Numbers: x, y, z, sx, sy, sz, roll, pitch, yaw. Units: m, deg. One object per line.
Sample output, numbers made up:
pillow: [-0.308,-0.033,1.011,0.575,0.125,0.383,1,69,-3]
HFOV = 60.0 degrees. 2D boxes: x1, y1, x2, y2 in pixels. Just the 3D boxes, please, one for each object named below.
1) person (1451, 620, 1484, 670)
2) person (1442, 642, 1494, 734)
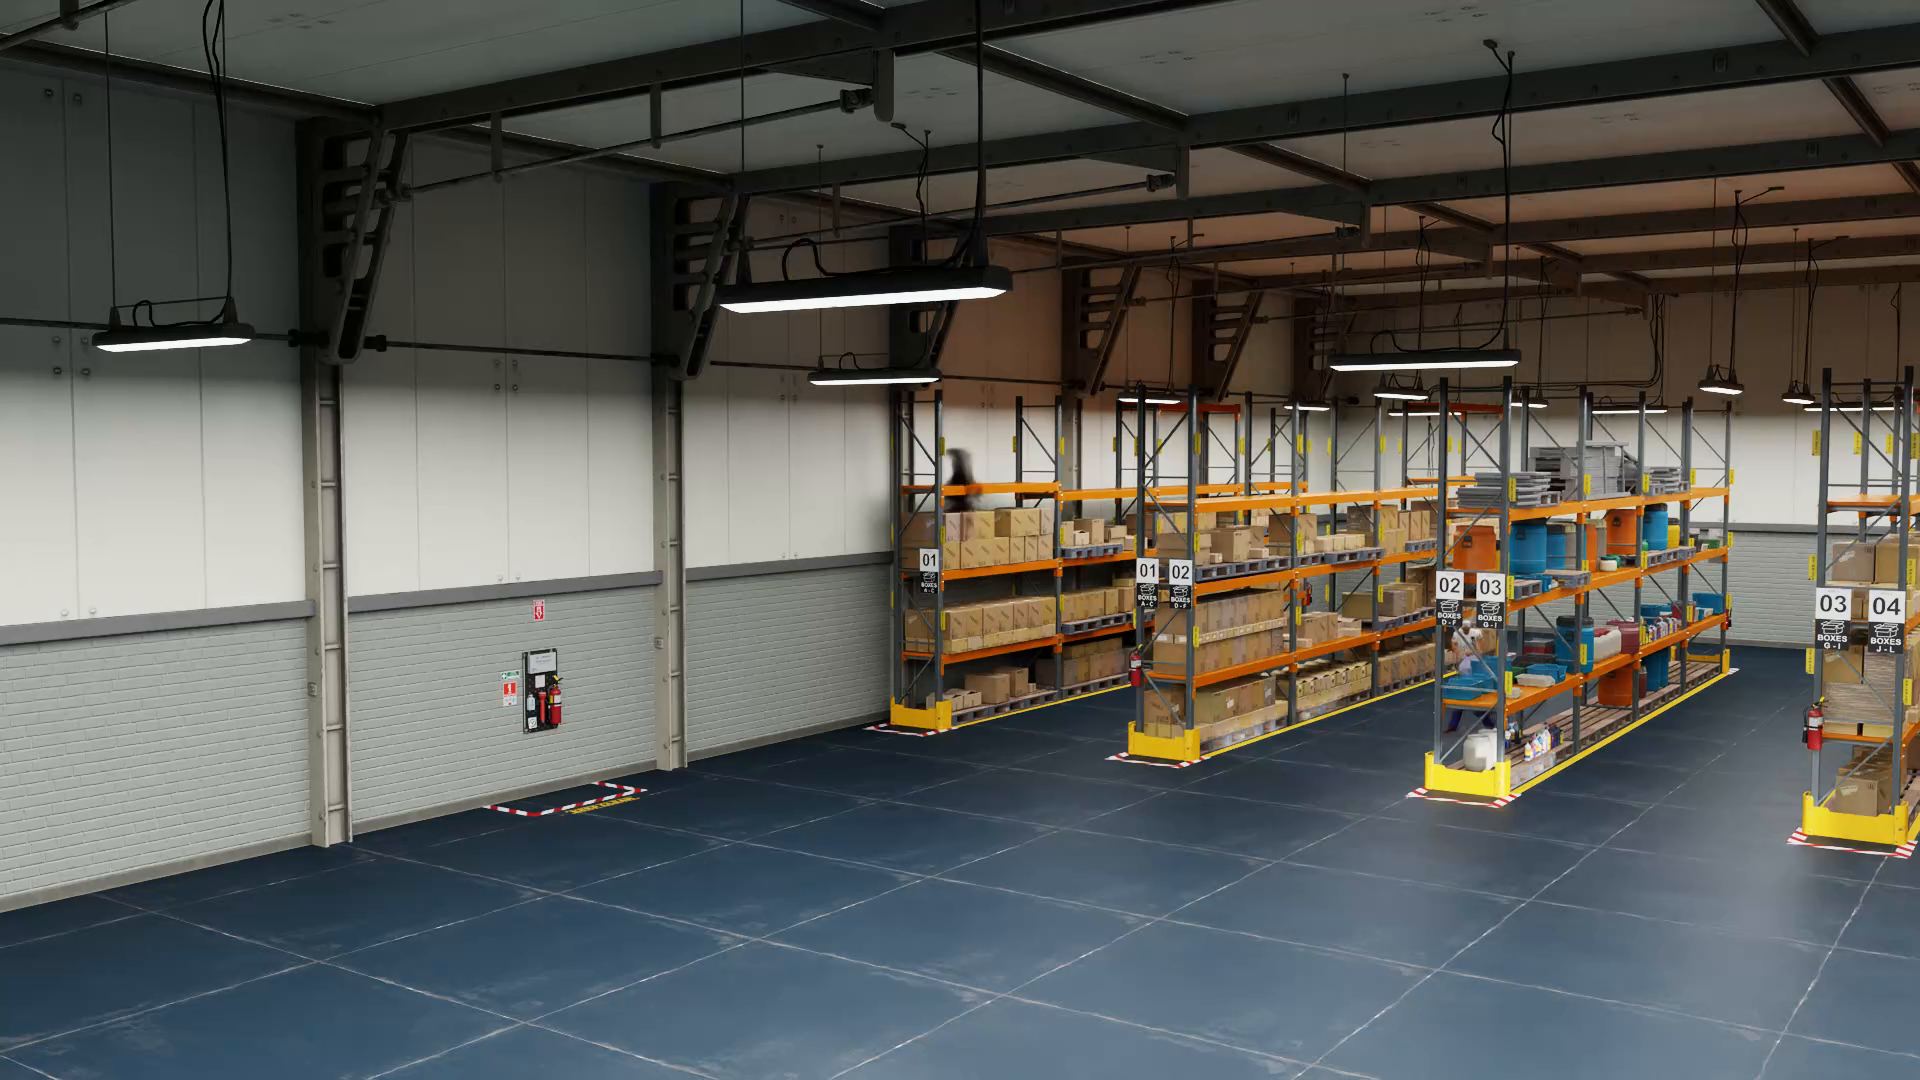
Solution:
person: [10.107,2.365,33.157,0.631,1.629,1.002,1,3,14]
person: [8.776,2.544,28.554,0.850,1.616,0.638,-1,3,-13]
